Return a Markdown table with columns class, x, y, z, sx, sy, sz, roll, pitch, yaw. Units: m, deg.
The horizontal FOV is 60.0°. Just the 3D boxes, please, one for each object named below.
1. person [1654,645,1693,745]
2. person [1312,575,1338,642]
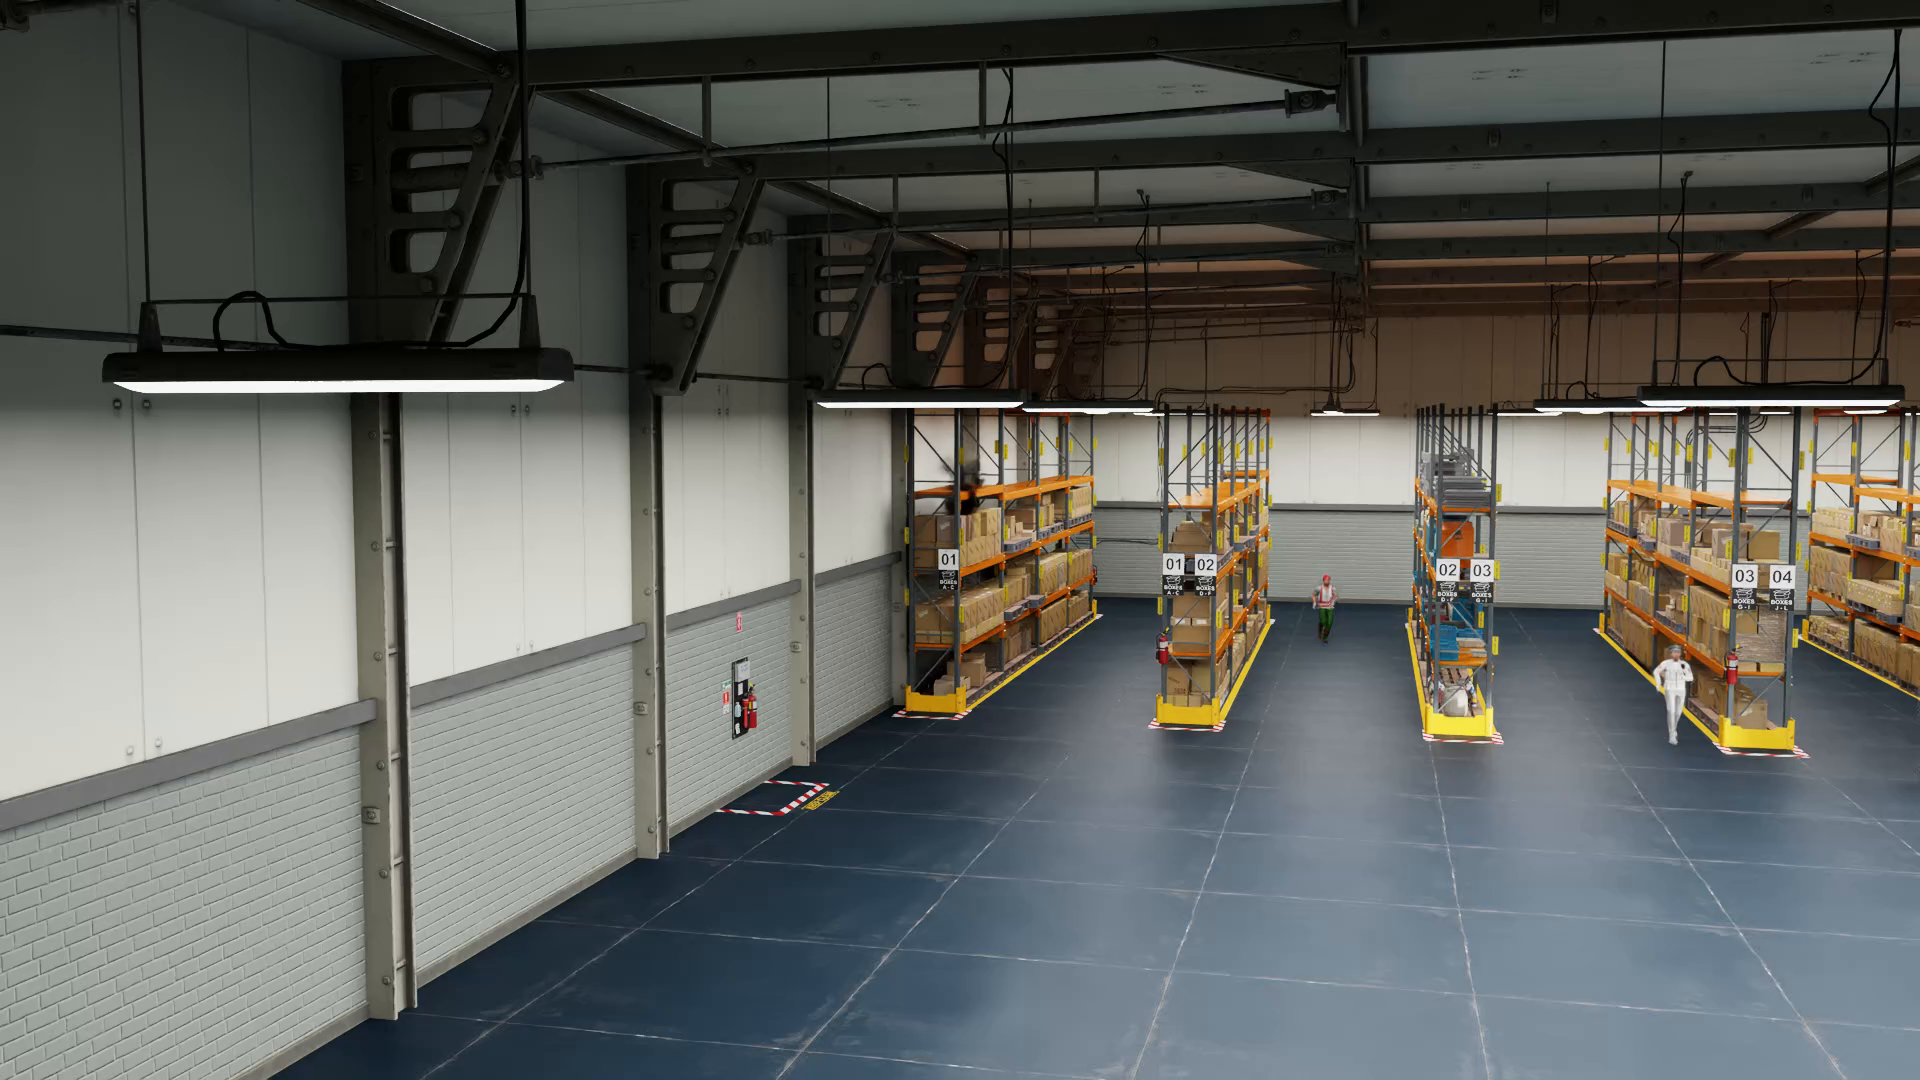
| class | x | y | z | sx | sy | sz | roll | pitch | yaw |
| --- | --- | --- | --- | --- | --- | --- | --- | --- | --- |
| person | 12.702 | 2.723 | 29.553 | 0.592 | 1.726 | 0.750 | 1 | 4 | 10 |
| person | 9.350 | 1.757 | 42.457 | 0.652 | 1.740 | 0.581 | 0 | 4 | 0 |
